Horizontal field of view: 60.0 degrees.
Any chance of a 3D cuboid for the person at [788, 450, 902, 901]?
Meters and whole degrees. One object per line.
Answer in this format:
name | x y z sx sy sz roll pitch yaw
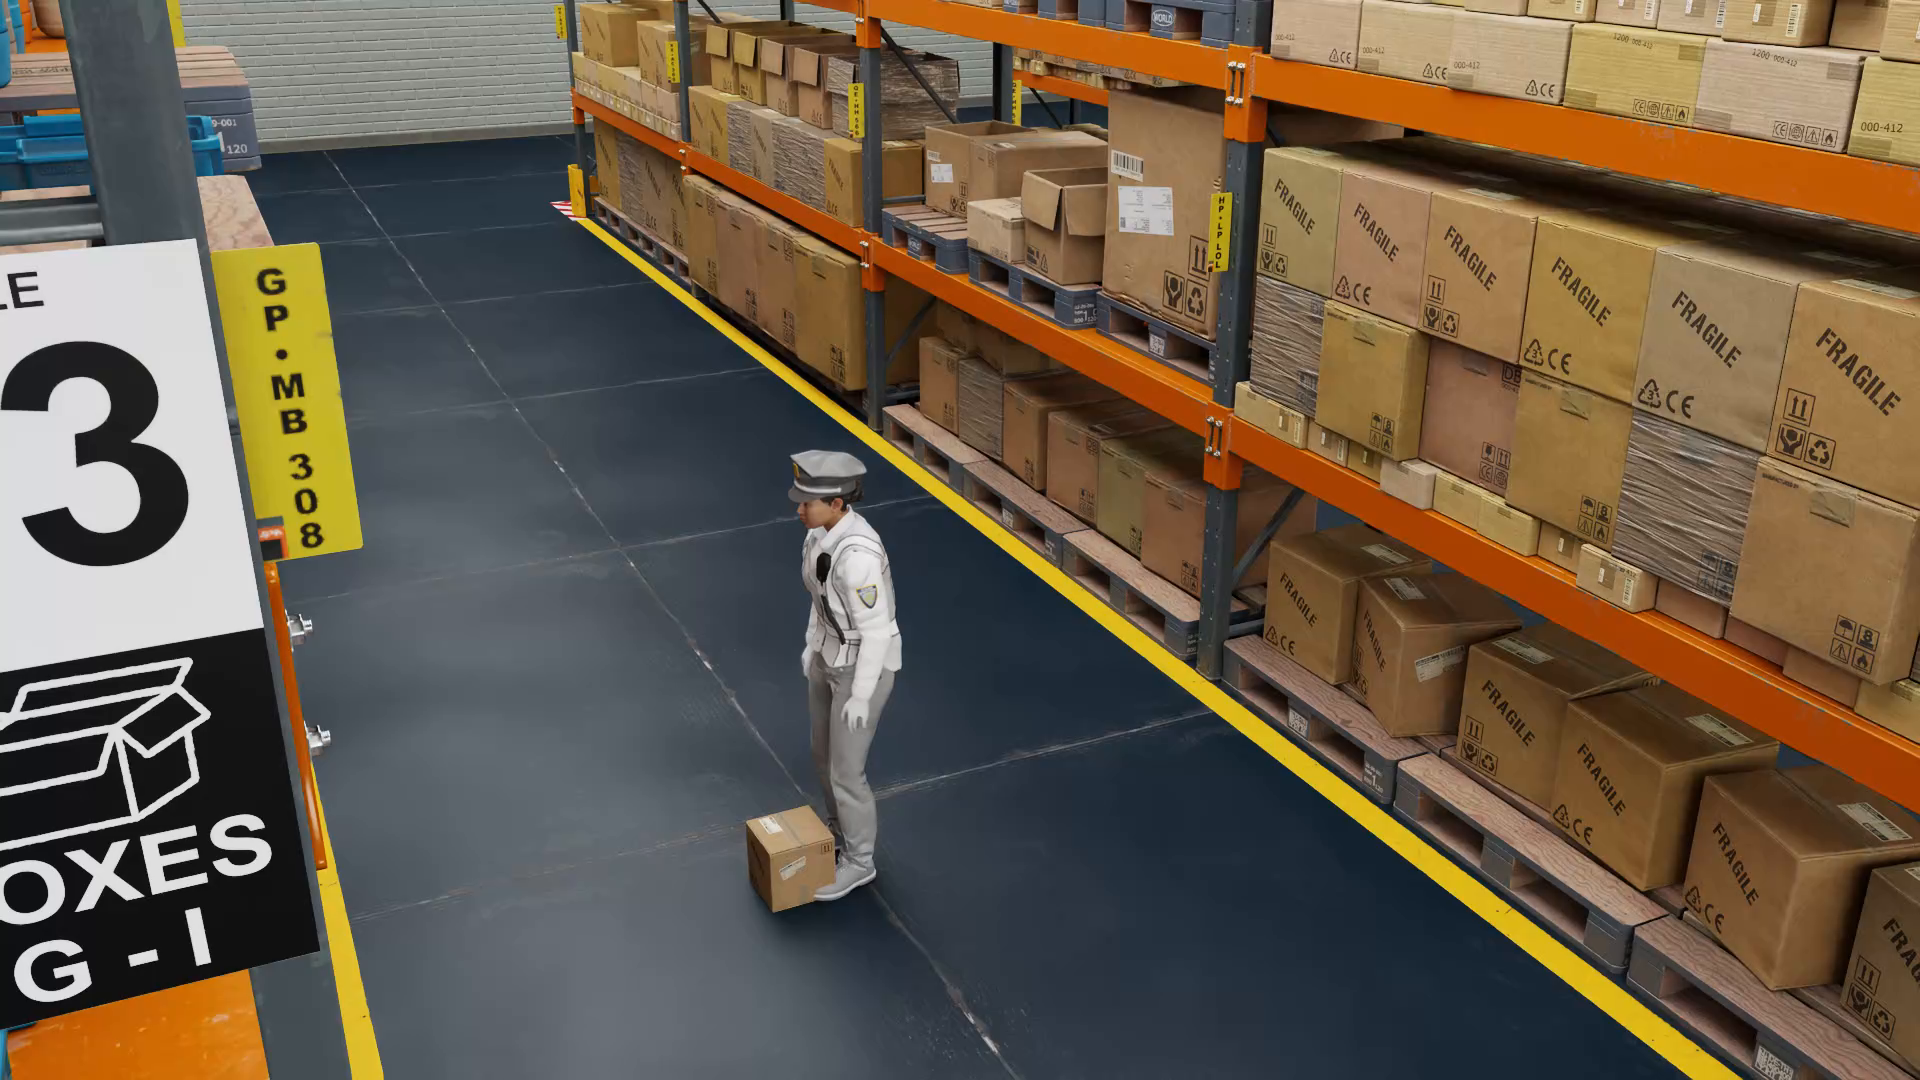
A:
person | -0.424 0.473 5.931 0.403 1.664 0.529 -10 24 -23
